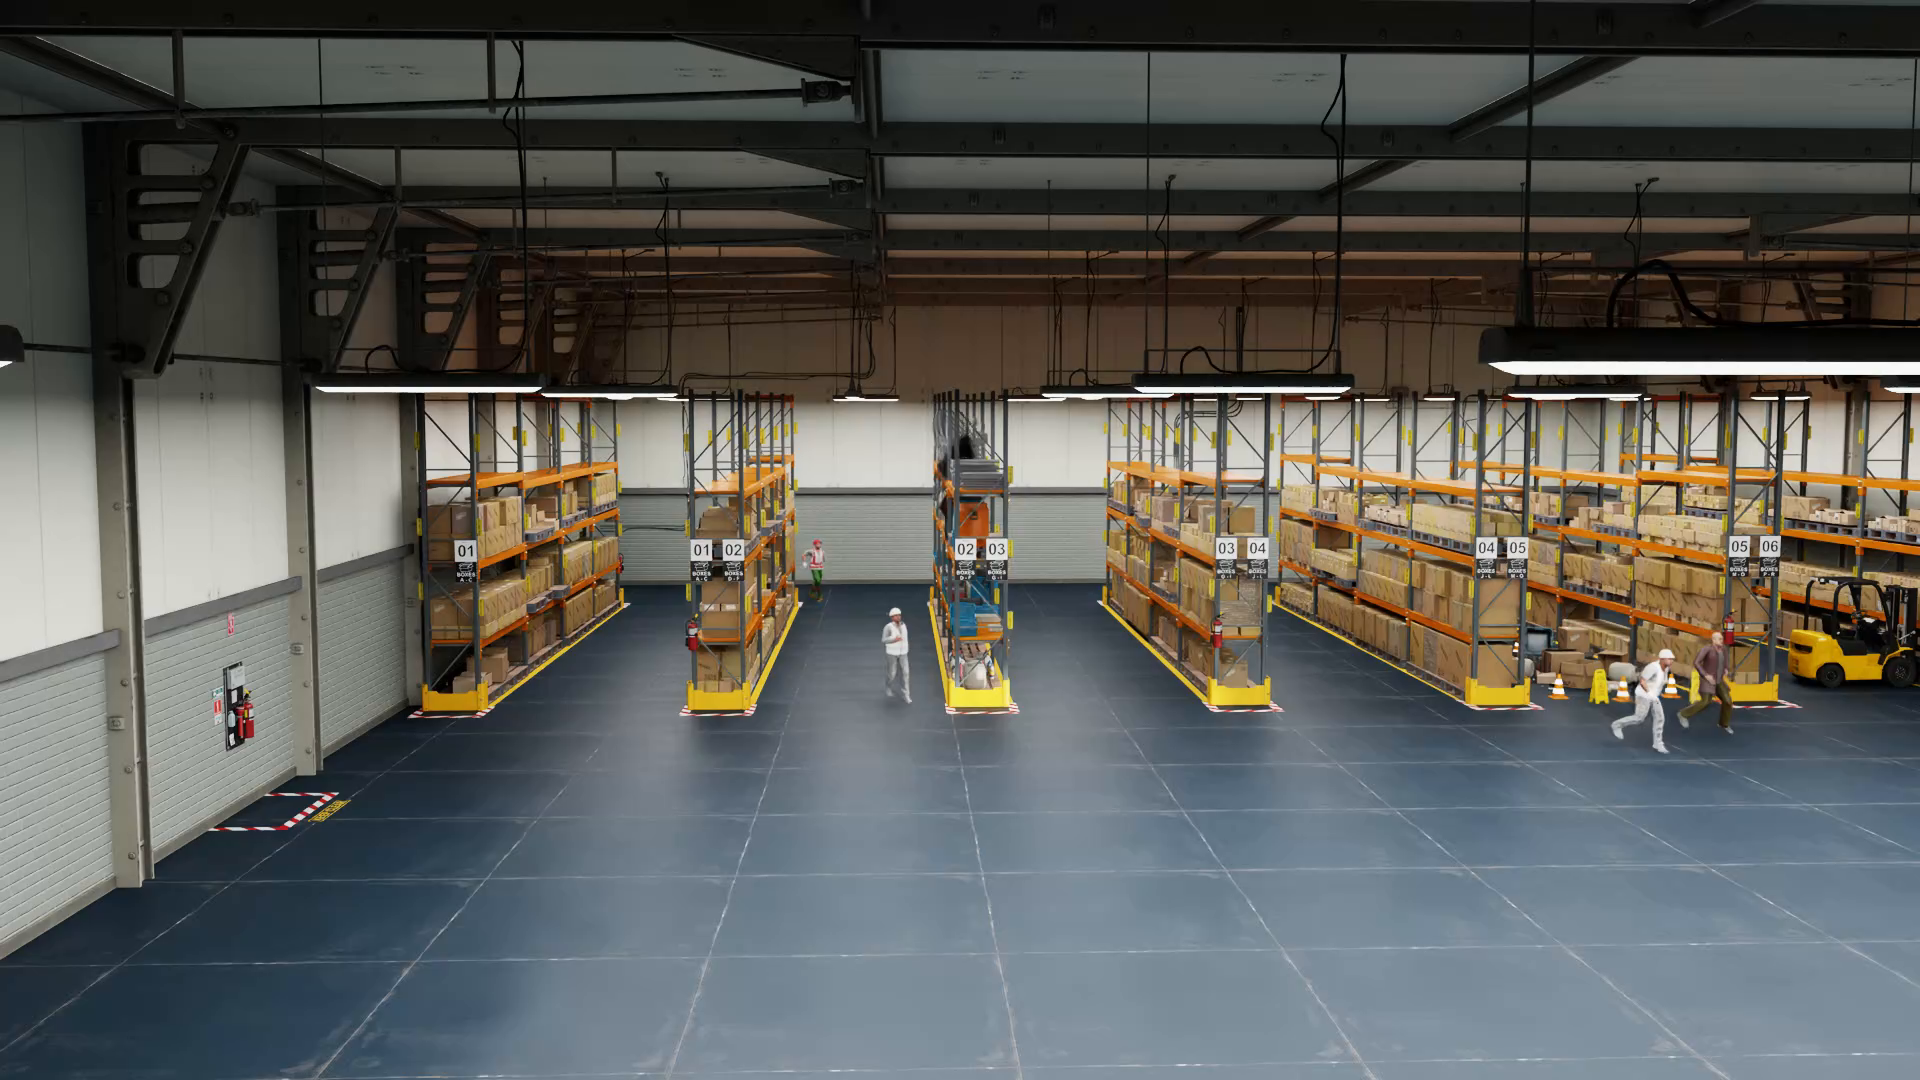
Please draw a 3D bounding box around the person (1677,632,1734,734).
[{"bbox_3d":[13.146,2.501,29.136,0.922,1.782,0.790,-2,5,-27],"label":"person"}]

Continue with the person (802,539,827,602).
[{"bbox_3d":[-4.187,0.900,48.478,0.680,1.839,0.857,-4,6,-39],"label":"person"}]

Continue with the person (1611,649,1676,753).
[{"bbox_3d":[11.368,2.634,27.673,1.035,1.728,0.707,4,6,43],"label":"person"}]

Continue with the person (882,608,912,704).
[{"bbox_3d":[-1.225,2.209,32.053,0.646,1.811,0.845,-3,5,-28],"label":"person"}]
